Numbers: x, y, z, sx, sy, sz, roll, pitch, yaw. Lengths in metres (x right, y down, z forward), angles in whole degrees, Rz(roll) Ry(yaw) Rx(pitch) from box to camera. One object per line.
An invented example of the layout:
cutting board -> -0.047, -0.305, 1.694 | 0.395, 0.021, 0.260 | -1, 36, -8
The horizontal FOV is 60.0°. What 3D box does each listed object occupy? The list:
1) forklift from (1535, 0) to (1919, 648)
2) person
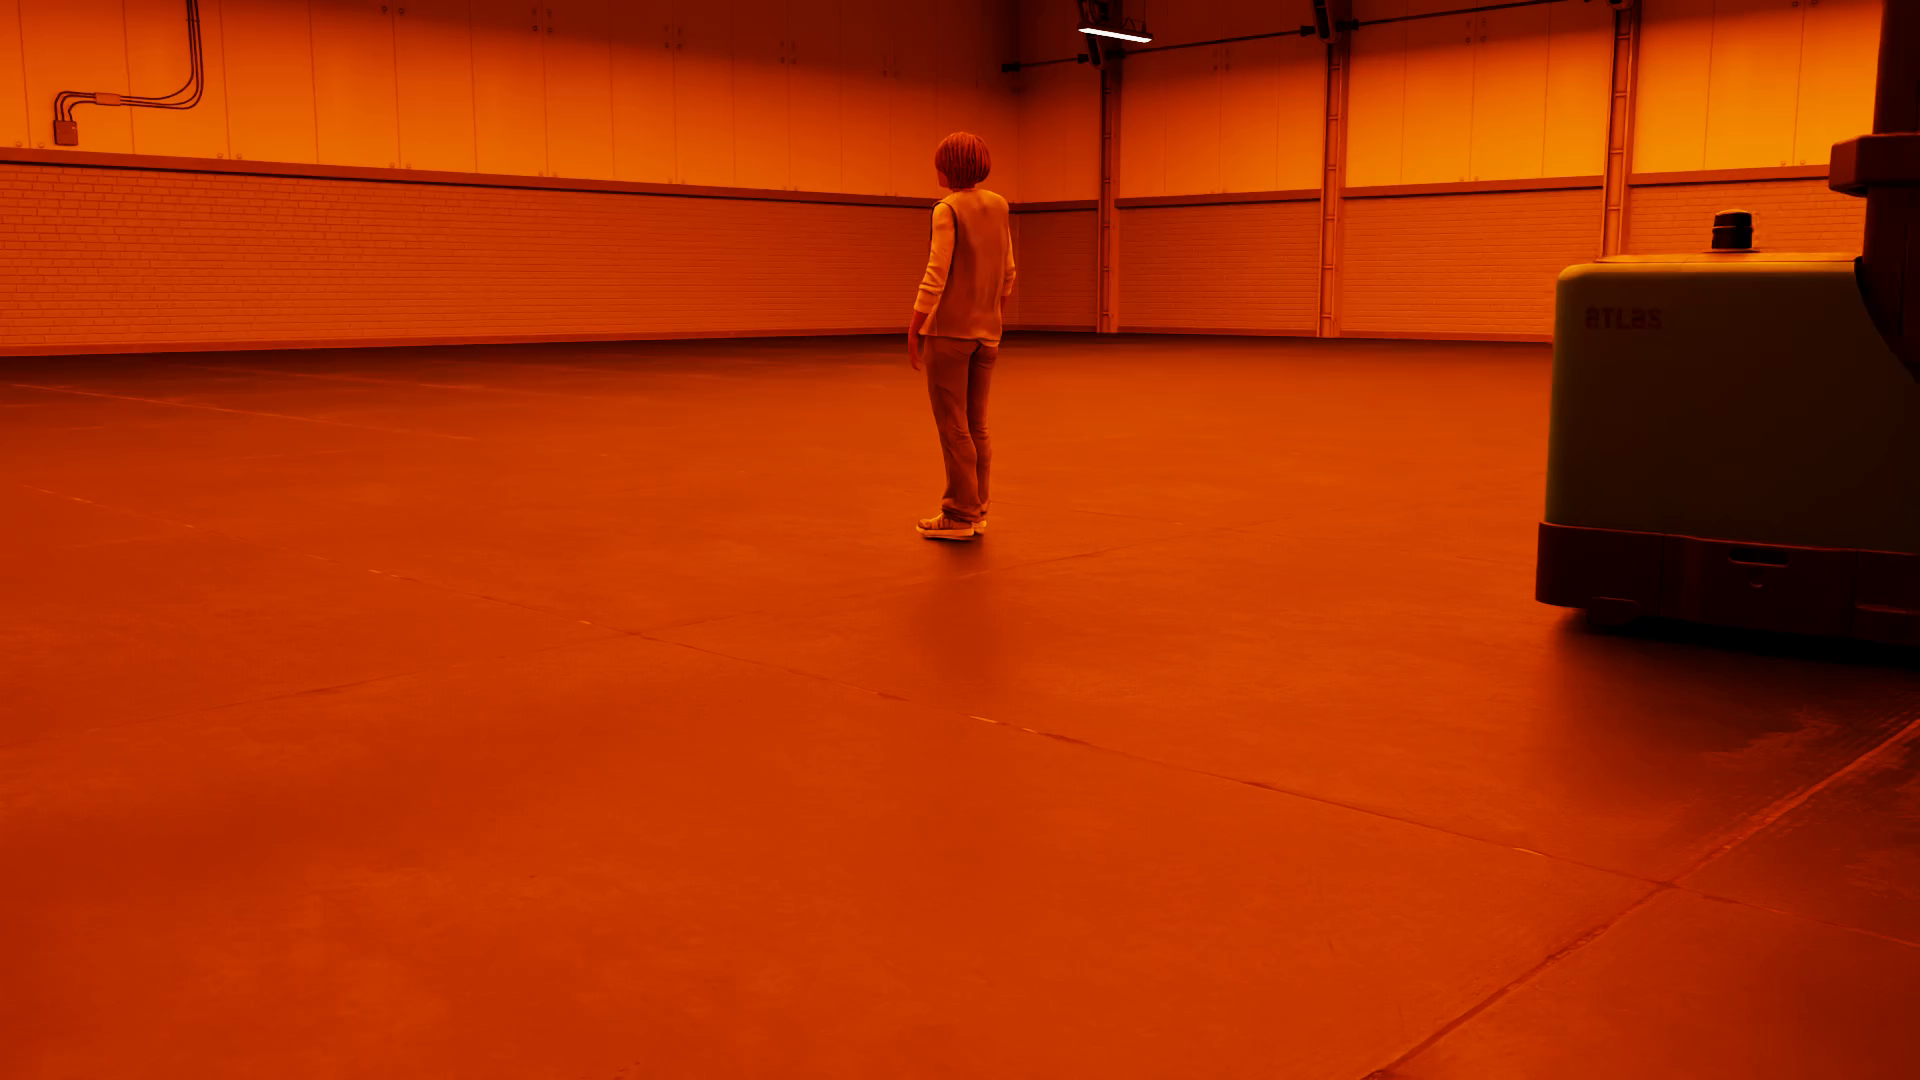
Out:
forklift -> 3.229, -1.121, 4.315 | 3.031, 2.935, 1.130 | 6, 11, 36
person -> -0.043, -0.806, 6.658 | 0.475, 1.597, 0.520 | 8, 12, 43
